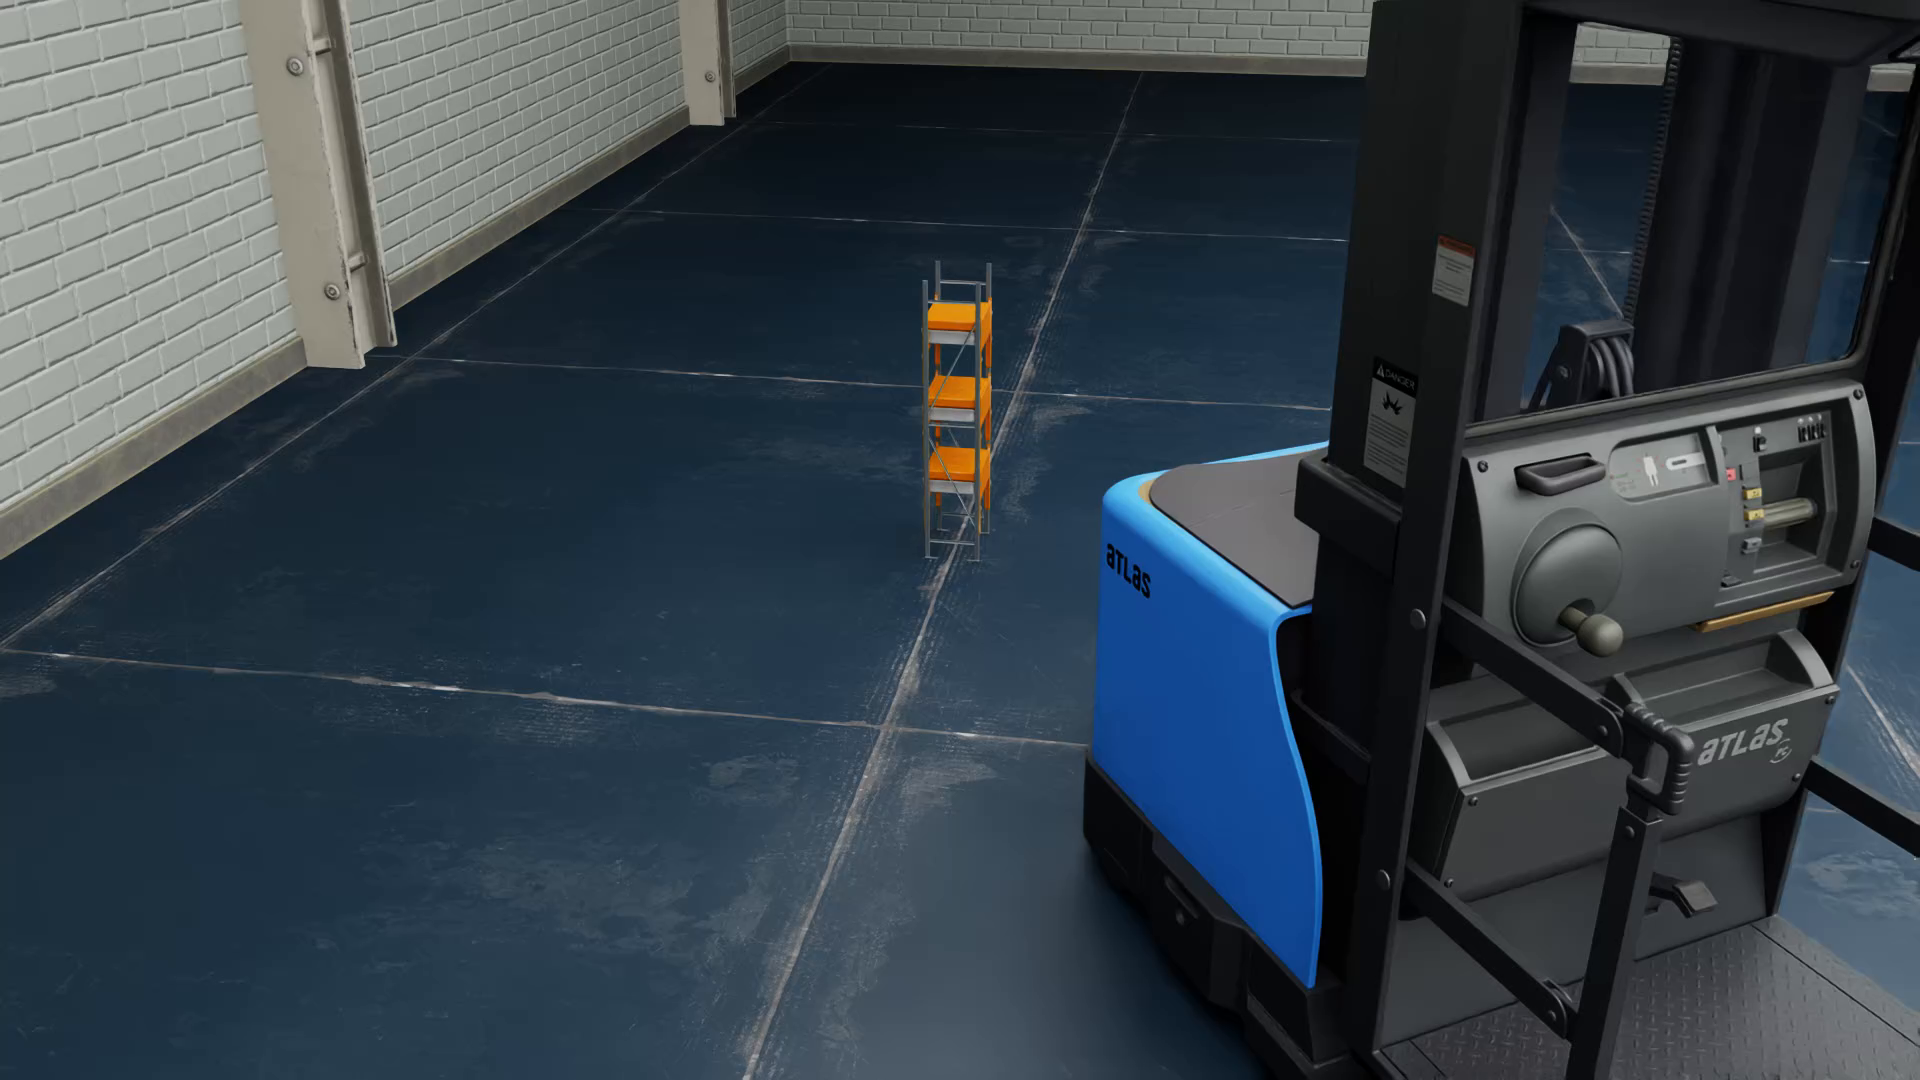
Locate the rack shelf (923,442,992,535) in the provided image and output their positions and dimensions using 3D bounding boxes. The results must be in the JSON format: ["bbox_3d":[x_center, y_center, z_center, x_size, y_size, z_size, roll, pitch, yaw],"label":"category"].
[{"bbox_3d":[-0.009,-0.192,6.102,0.215,0.259,0.240,4,25,9],"label":"rack shelf"}]

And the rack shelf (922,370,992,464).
[{"bbox_3d":[-0.009,-0.444,5.984,0.215,0.259,0.240,4,25,9],"label":"rack shelf"}]

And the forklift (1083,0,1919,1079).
[{"bbox_3d":[1.382,-0.012,2.818,1.130,2.935,3.031,-11,27,-21],"label":"forklift"}]

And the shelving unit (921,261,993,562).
[{"bbox_3d":[-0.009,-0.453,5.980,0.215,1.050,0.252,4,25,9],"label":"shelving unit"}]

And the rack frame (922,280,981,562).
[{"bbox_3d":[-0.029,-0.402,5.871,0.200,1.050,0.008,4,25,9],"label":"rack frame"}]

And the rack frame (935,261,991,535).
[{"bbox_3d":[0.011,-0.504,6.089,0.200,1.050,0.008,4,25,9],"label":"rack frame"}]

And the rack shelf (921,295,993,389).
[{"bbox_3d":[-0.009,-0.701,5.864,0.215,0.259,0.240,4,25,9],"label":"rack shelf"}]

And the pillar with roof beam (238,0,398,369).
[{"bbox_3d":[1.238,-4.694,5.663,9.100,9.000,0.400,4,25,9],"label":"pillar with roof beam"}]

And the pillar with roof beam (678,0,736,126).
[{"bbox_3d":[2.219,-7.203,11.024,9.100,9.000,0.400,4,25,9],"label":"pillar with roof beam"}]
